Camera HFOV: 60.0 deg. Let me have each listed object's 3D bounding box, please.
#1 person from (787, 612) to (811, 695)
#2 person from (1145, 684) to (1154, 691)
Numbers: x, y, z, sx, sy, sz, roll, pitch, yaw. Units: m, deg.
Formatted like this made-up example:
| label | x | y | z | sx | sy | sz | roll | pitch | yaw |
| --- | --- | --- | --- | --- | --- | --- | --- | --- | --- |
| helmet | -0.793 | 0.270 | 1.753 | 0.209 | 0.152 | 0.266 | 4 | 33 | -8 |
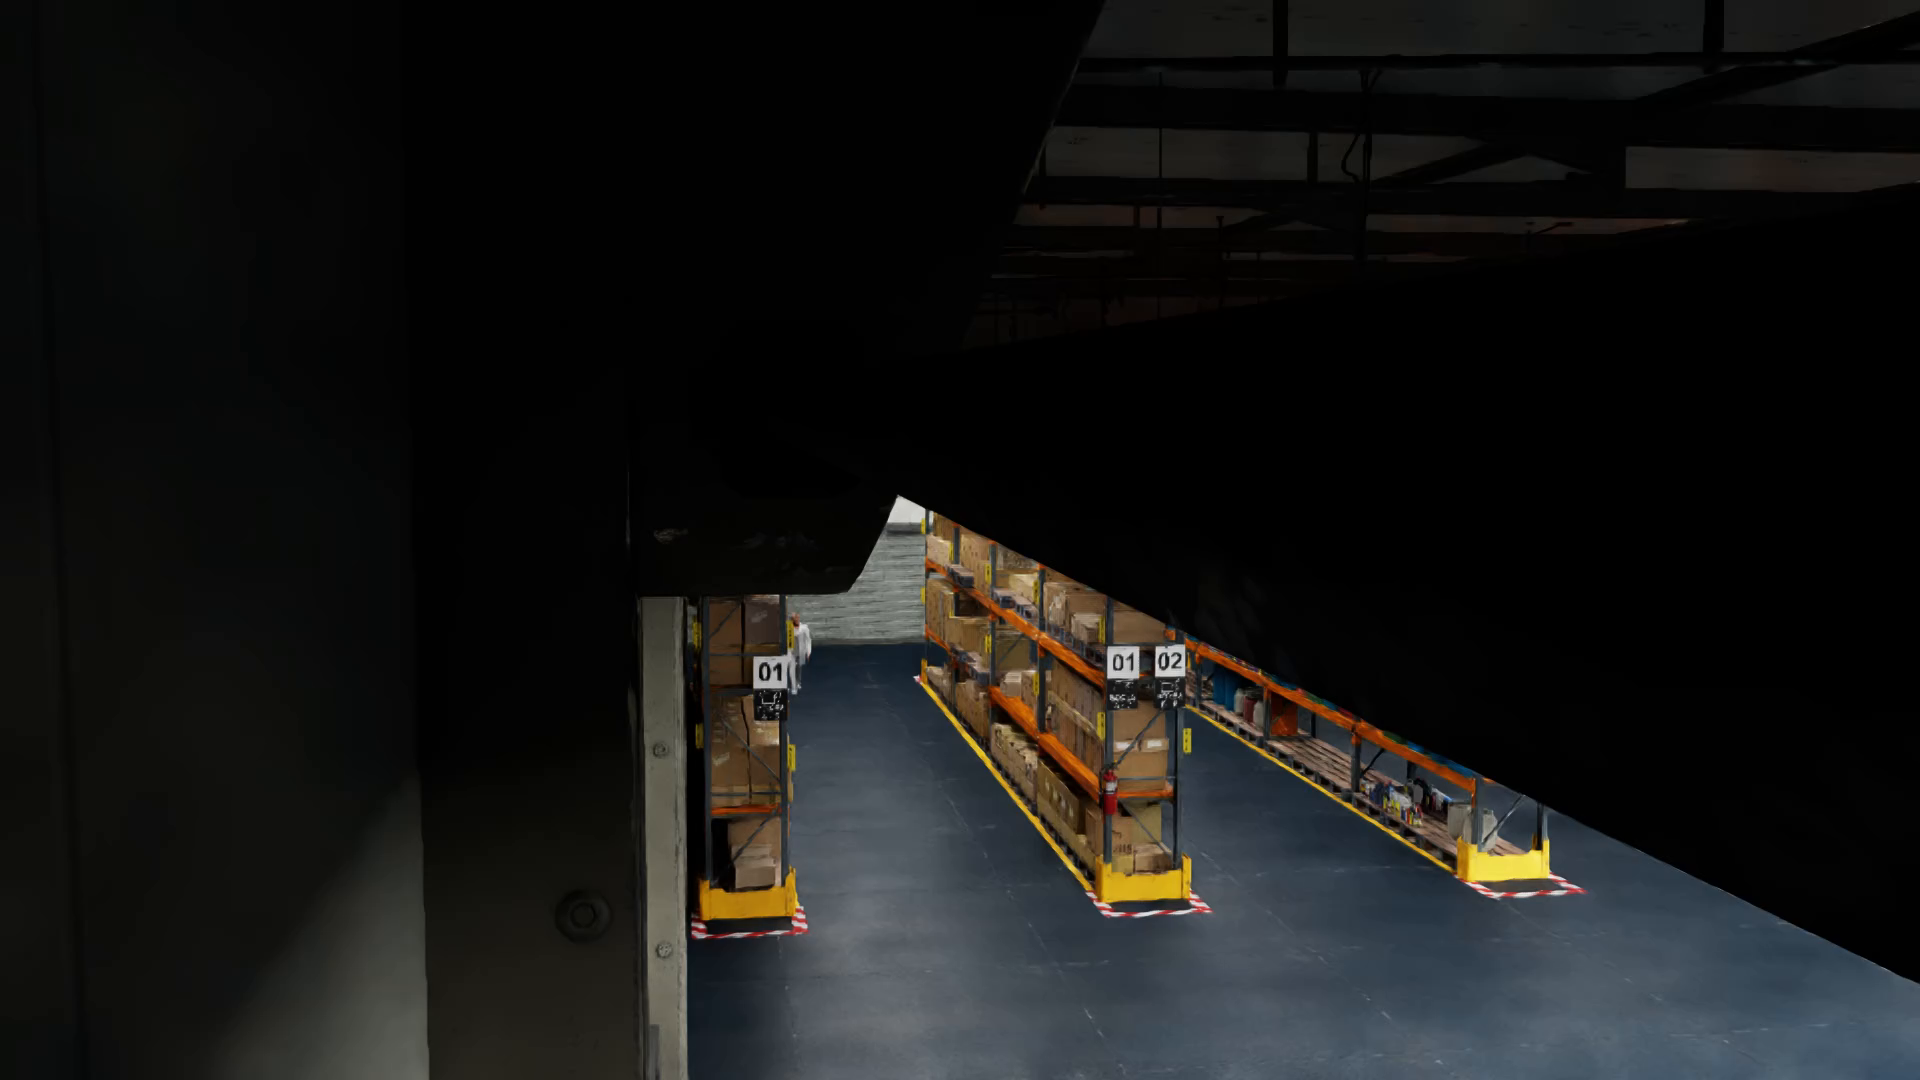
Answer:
| label | x | y | z | sx | sy | sz | roll | pitch | yaw |
| --- | --- | --- | --- | --- | --- | --- | --- | --- | --- |
| person | -3.448 | 2.378 | 35.125 | 0.603 | 1.724 | 1.093 | -1 | 5 | -10 |
| person | 4.095 | 2.341 | 35.215 | 0.580 | 1.764 | 0.692 | 0 | 5 | 2 |
